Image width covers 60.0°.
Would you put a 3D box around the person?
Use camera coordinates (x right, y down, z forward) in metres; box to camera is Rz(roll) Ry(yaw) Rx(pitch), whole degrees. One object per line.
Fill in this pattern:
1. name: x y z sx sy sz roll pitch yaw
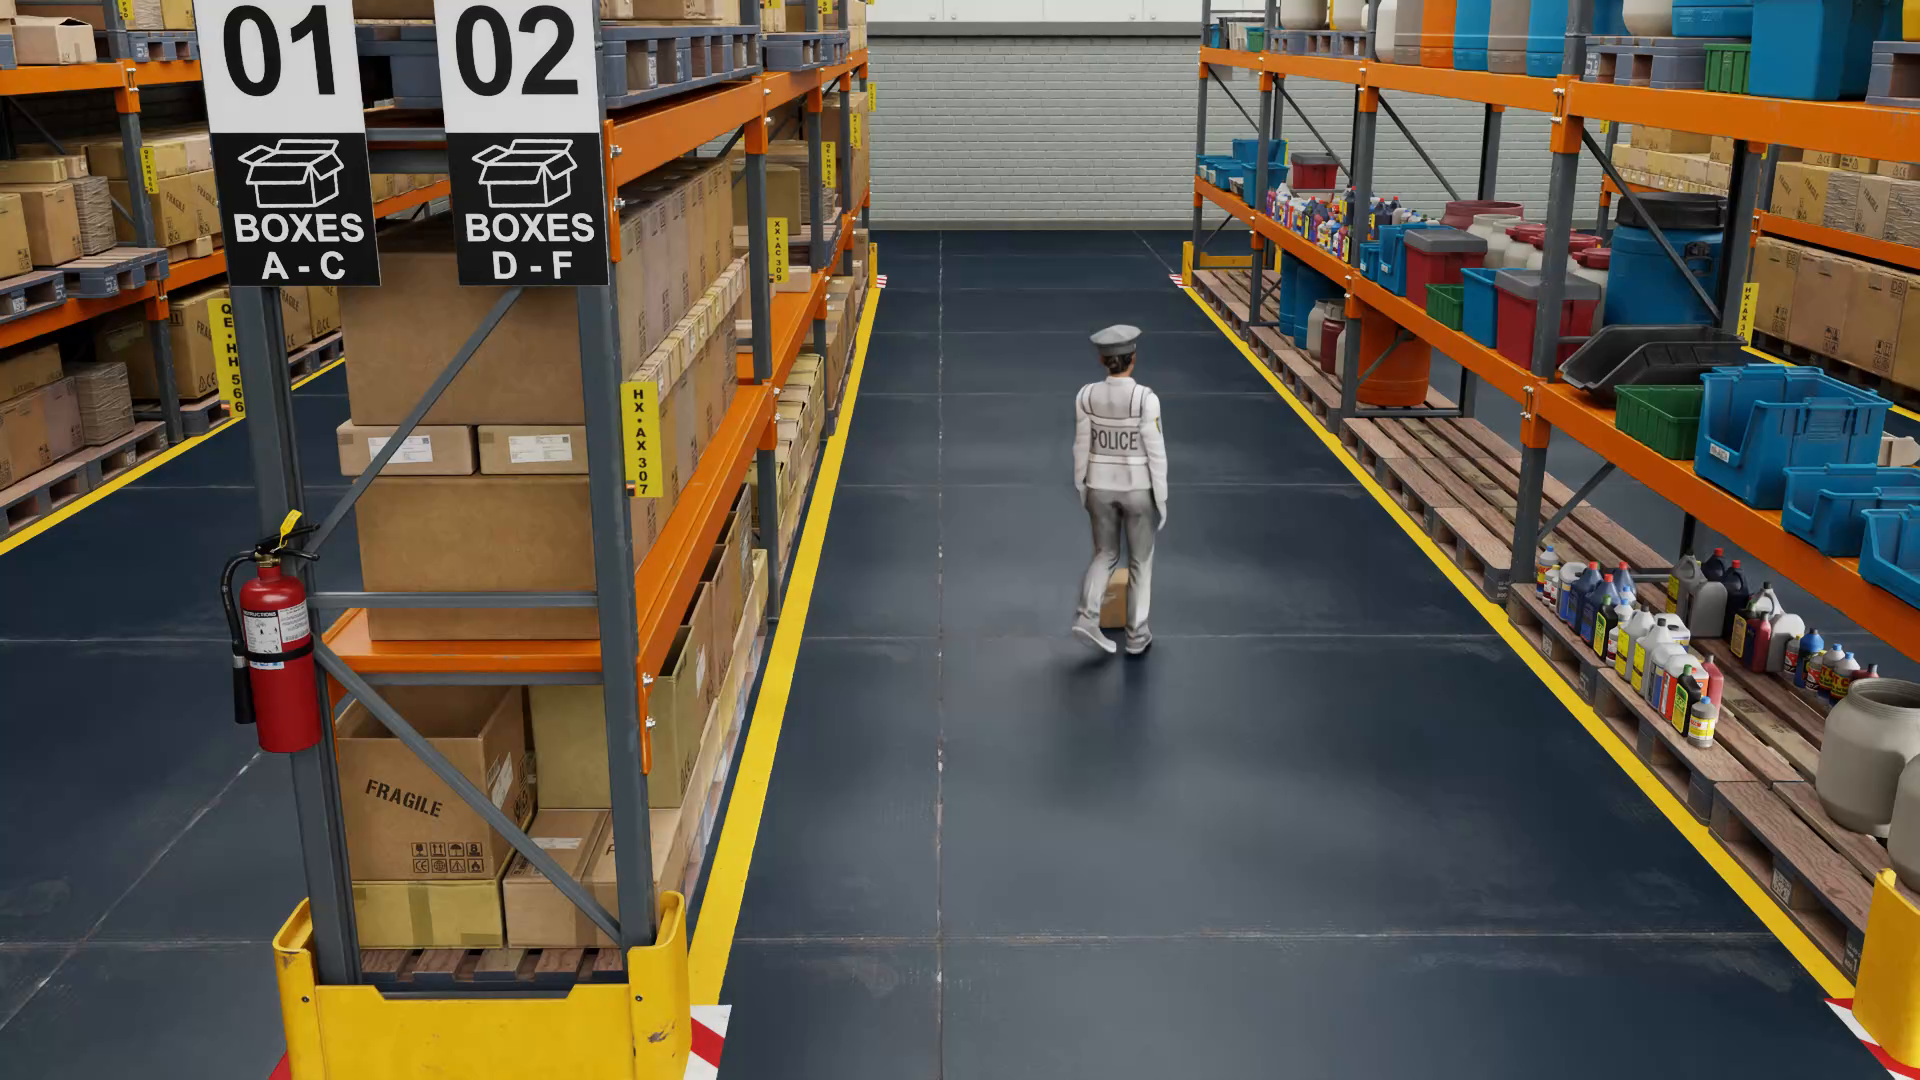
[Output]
1. person: 0.807 -0.235 8.262 0.500 1.655 0.478 8 19 24
